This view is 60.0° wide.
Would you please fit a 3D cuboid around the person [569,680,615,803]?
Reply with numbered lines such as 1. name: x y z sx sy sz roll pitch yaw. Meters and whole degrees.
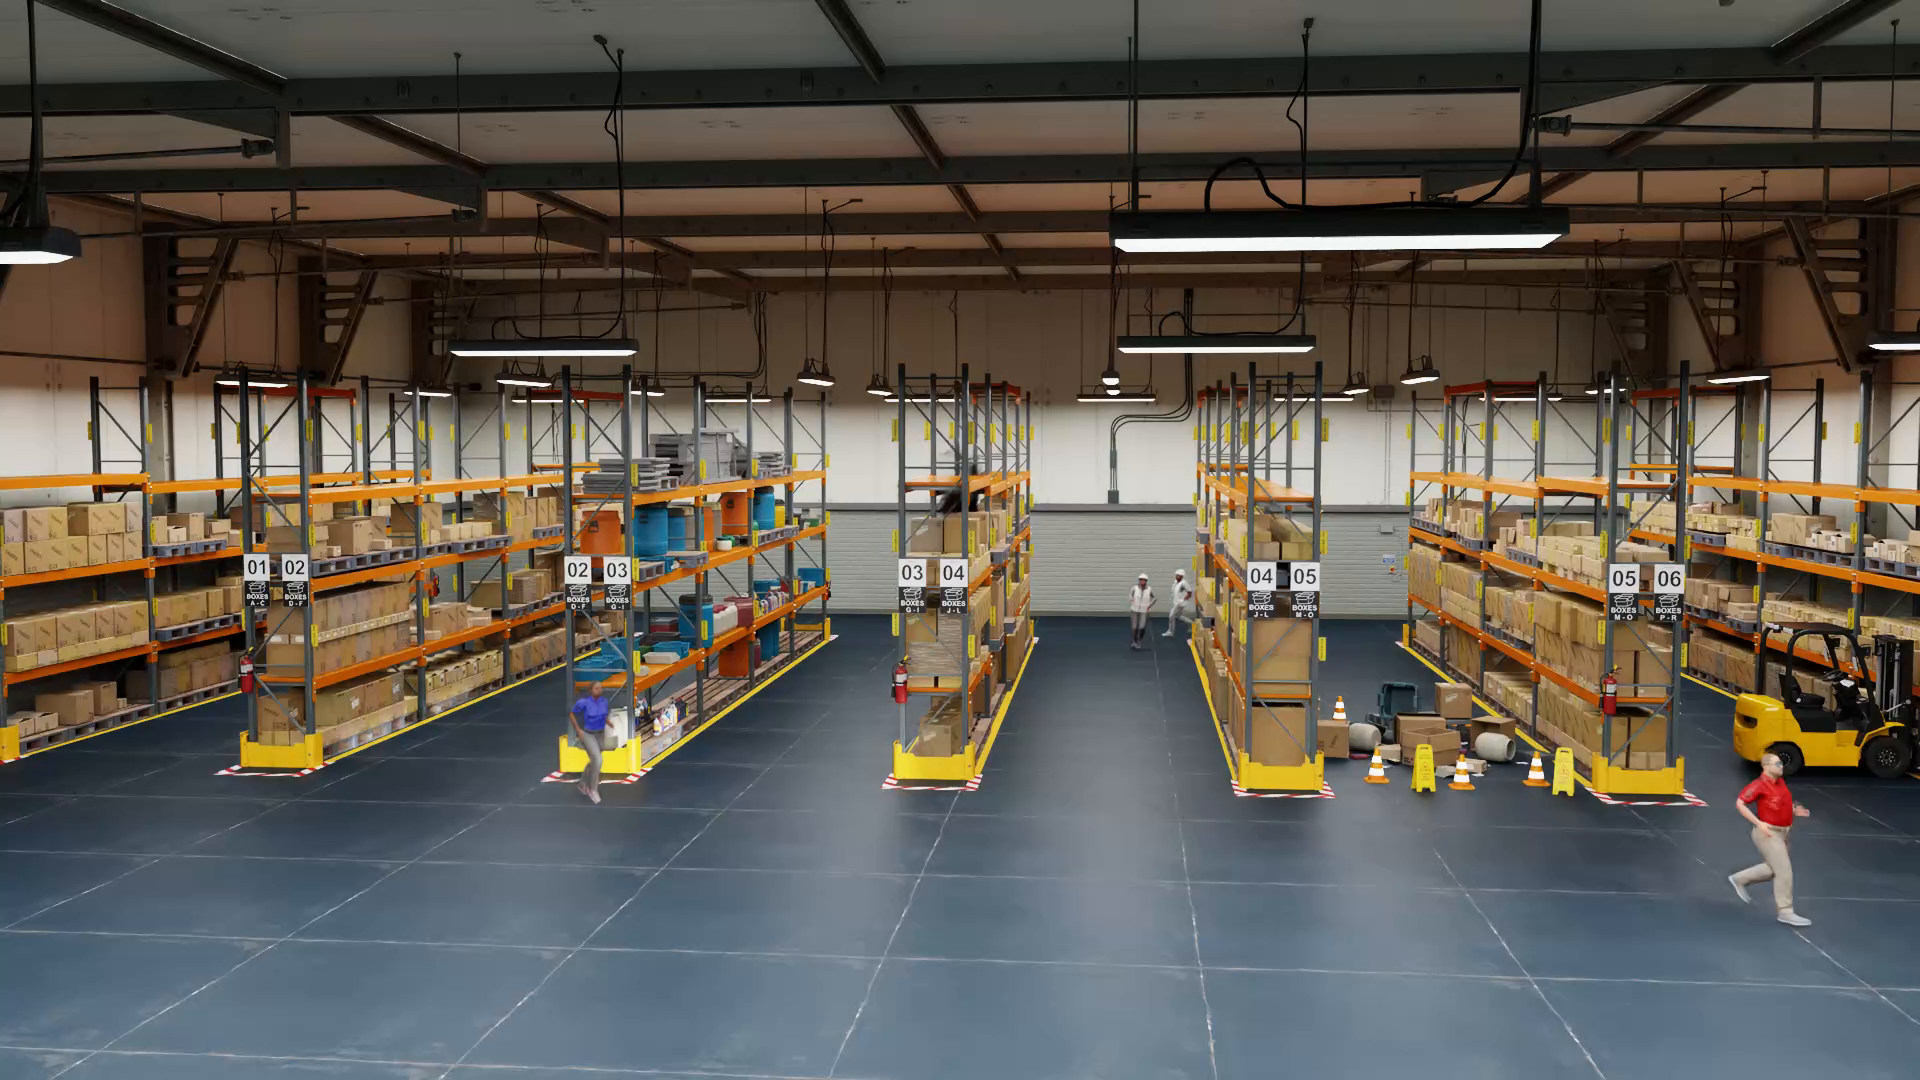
1. person: -5.011 2.737 22.714 0.802 1.677 0.496 3 5 39

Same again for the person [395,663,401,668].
1. person: -11.460 2.001 33.348 0.611 1.669 0.906 0 4 -3

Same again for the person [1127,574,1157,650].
1. person: 4.204 1.669 38.508 0.663 1.778 0.687 1 4 14

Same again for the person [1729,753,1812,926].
1. person: 8.342 3.043 17.129 0.674 1.696 0.921 -3 5 -38

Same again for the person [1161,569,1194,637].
1. person: 5.439 1.541 40.678 0.887 1.702 0.727 -1 4 -10
